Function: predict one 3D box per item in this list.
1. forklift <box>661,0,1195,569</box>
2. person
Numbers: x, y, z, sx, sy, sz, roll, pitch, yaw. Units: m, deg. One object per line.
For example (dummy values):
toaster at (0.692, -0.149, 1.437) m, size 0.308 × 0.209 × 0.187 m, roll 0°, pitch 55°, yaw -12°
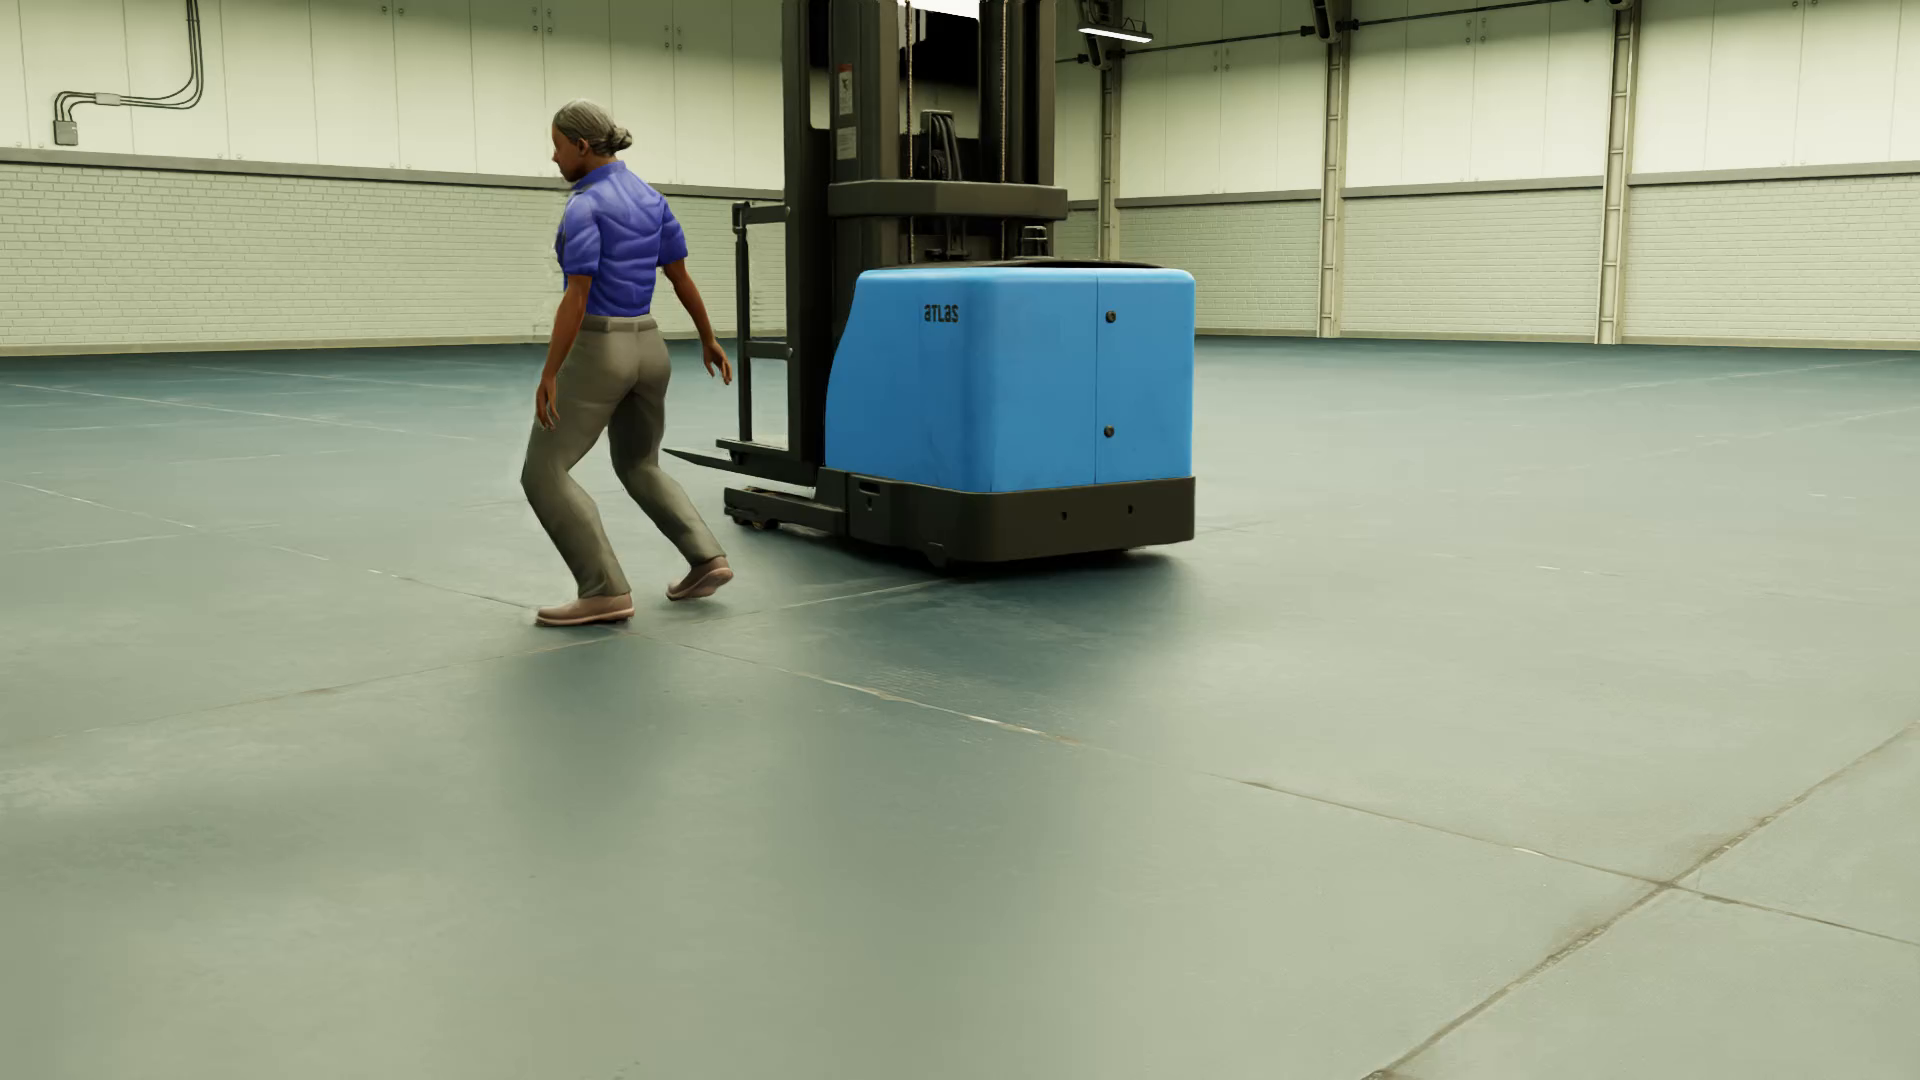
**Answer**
forklift at (-0.358, -1.524, 6.997) m, size 1.130 × 2.935 × 3.031 m, roll -6°, pitch 10°, yaw -34°
person at (-1.002, -0.563, 5.195) m, size 0.461 × 1.583 × 0.789 m, roll 5°, pitch 10°, yaw 29°
